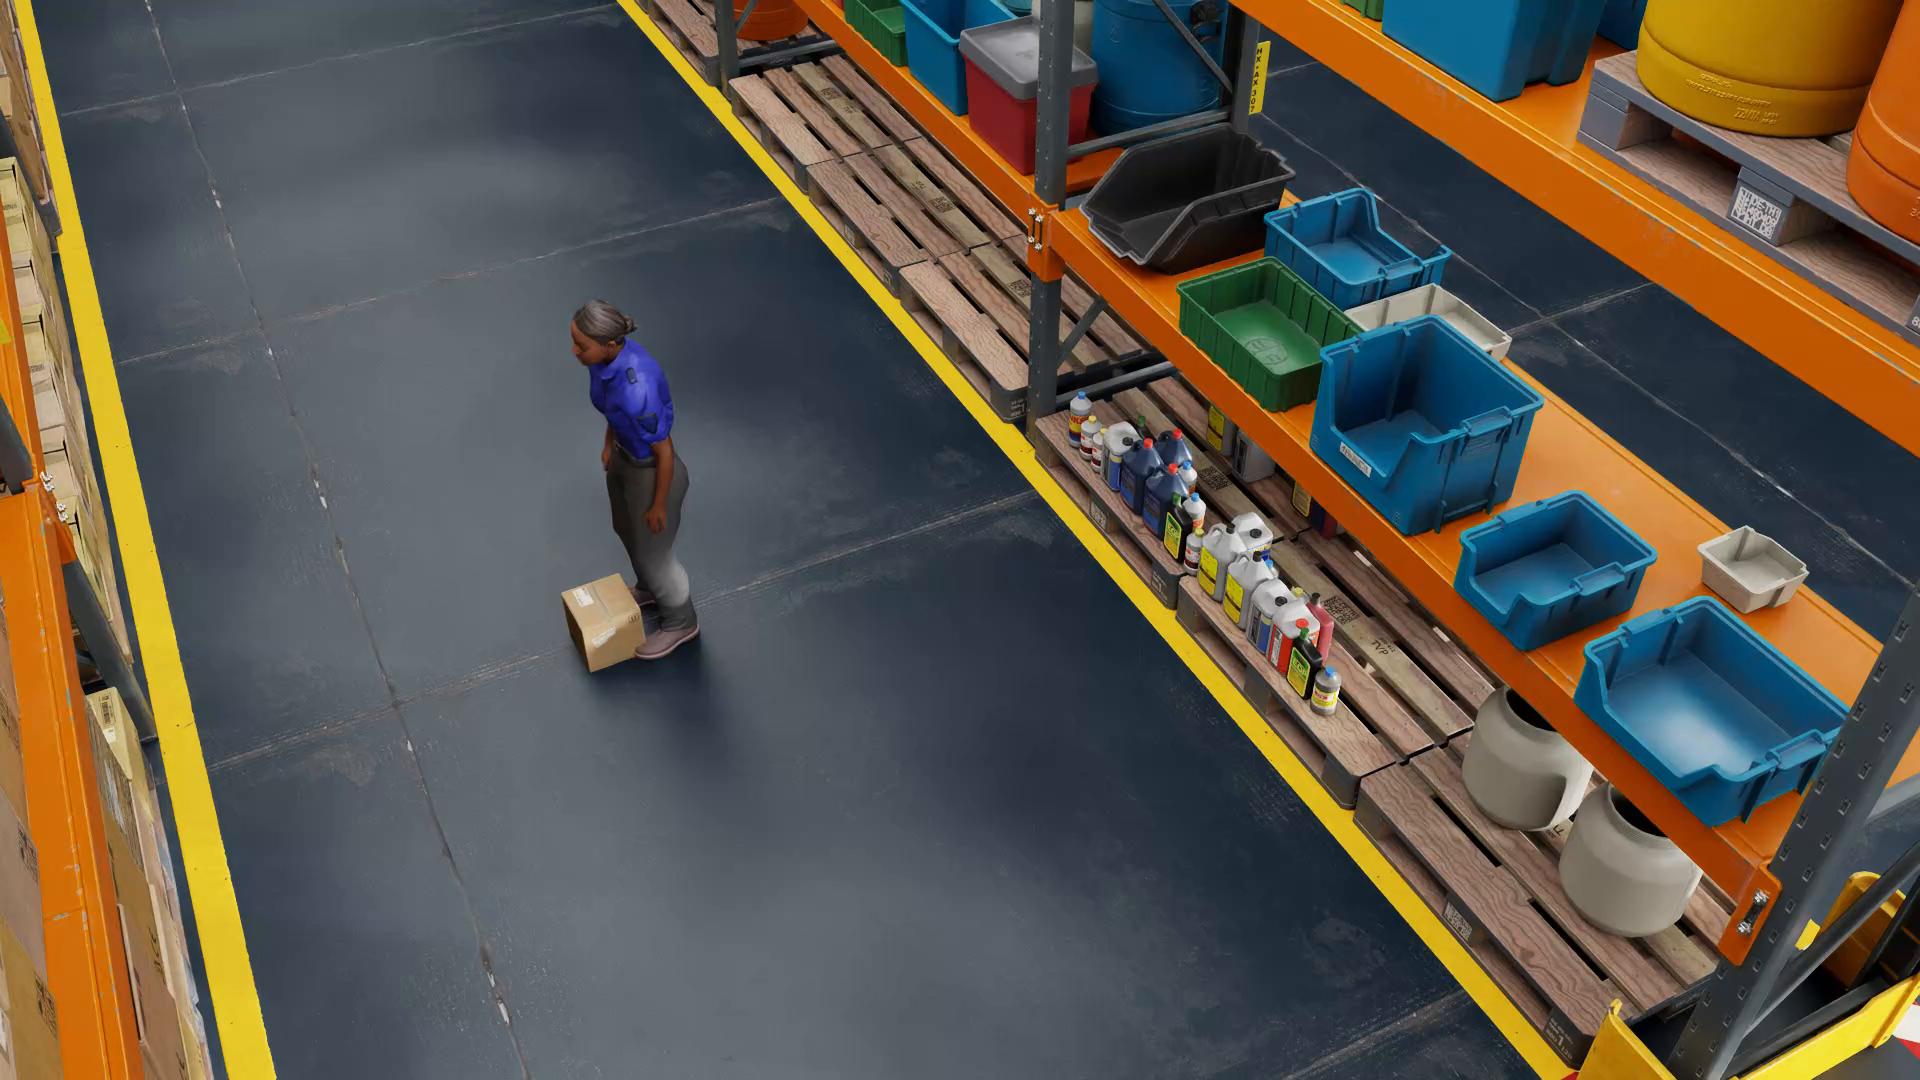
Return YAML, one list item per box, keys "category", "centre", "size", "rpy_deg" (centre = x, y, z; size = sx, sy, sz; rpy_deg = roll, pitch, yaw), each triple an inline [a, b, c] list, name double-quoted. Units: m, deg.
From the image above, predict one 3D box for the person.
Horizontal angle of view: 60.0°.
- category: "person"
  centre: [-1.256, -0.260, 6.457]
  size: [0.350, 1.654, 0.532]
  rpy_deg: [-22, 46, -23]
